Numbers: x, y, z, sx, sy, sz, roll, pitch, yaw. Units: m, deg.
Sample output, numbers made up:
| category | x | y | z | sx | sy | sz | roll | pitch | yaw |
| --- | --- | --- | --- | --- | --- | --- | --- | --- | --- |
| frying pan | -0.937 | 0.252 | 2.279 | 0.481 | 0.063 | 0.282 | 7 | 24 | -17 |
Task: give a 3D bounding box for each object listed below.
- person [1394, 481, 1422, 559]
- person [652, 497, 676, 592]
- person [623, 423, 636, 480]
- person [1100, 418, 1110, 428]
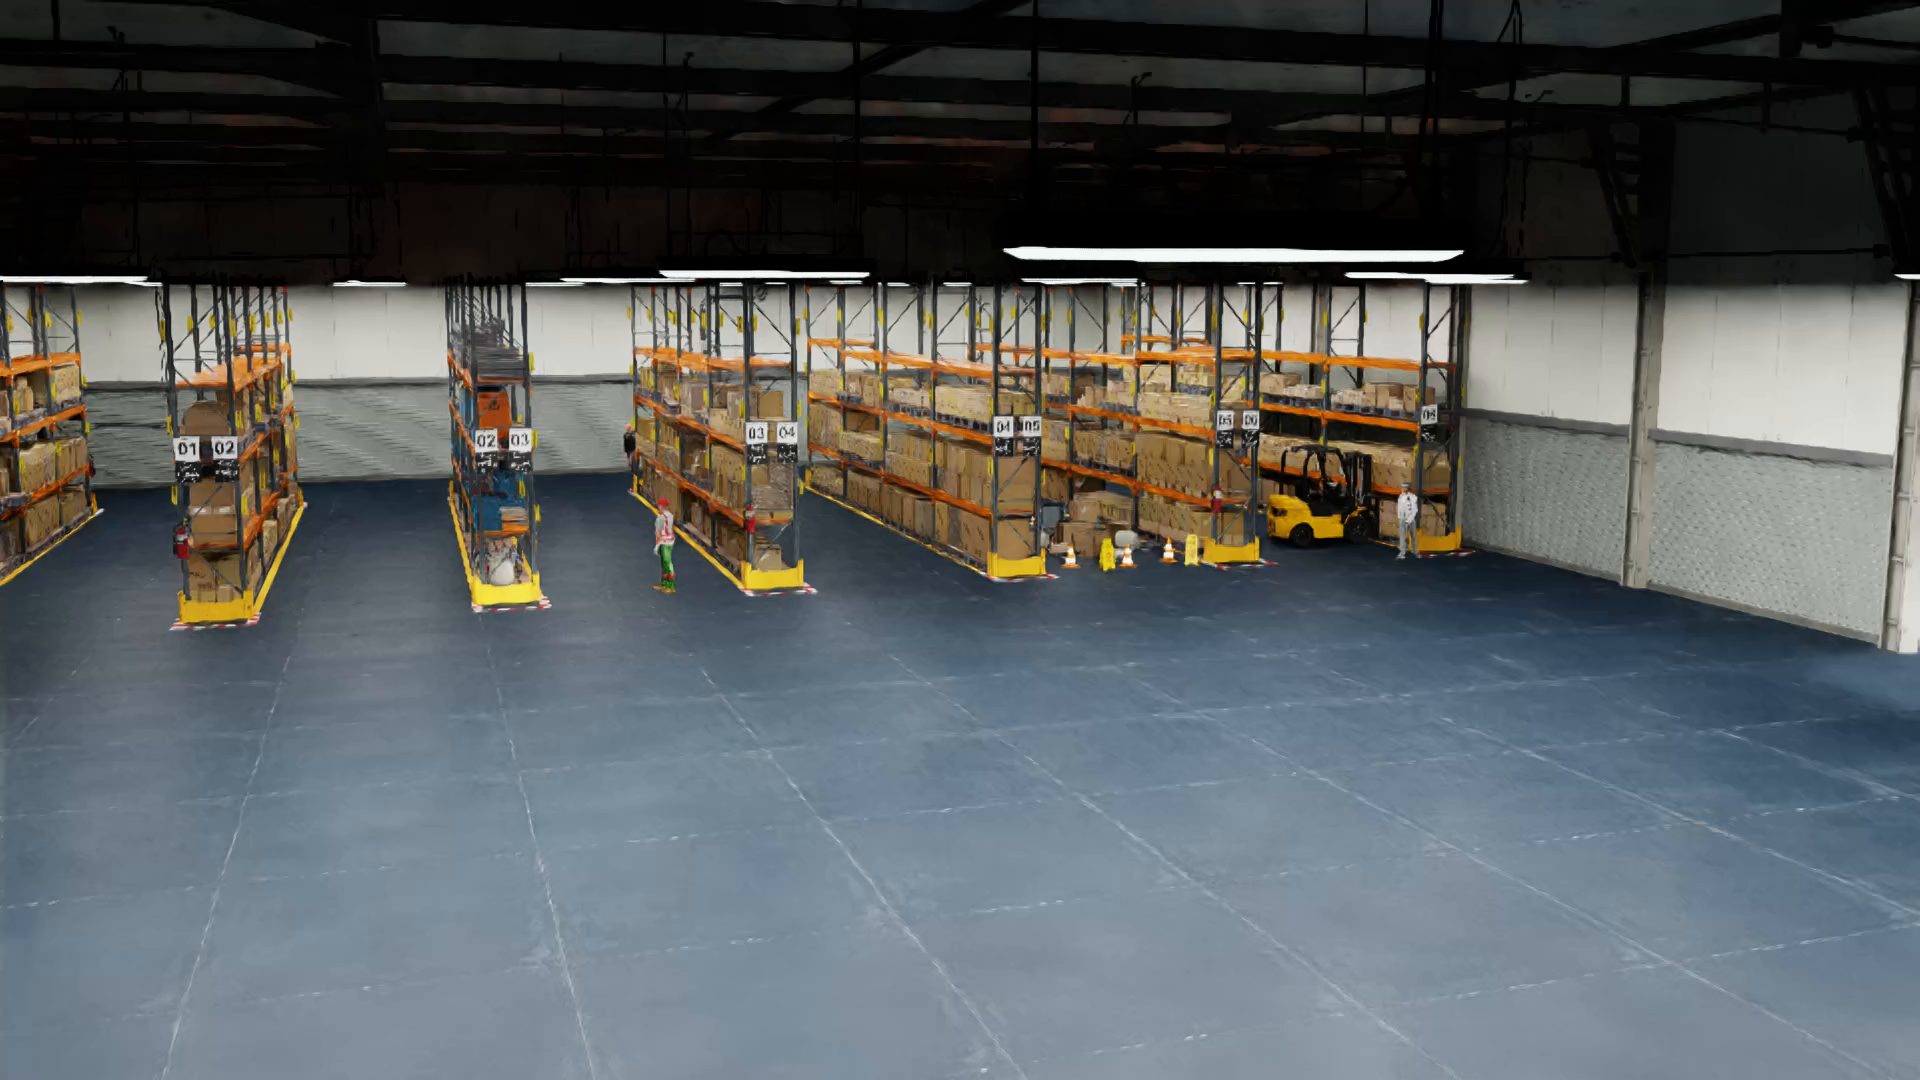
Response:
| category | x | y | z | sx | sy | sz | roll | pitch | yaw |
| --- | --- | --- | --- | --- | --- | --- | --- | --- | --- |
| person | 9.569 | -0.440 | 35.511 | 0.496 | 1.656 | 0.667 | 8 | 12 | 42 |
| person | -5.639 | 0.075 | 31.578 | 0.569 | 1.786 | 0.653 | 2 | 9 | 10 |
| person | -9.831 | -2.656 | 49.888 | 0.640 | 1.706 | 0.498 | 7 | 11 | 38 |
| person | 4.702 | -3.130 | 53.440 | 0.423 | 1.588 | 0.561 | -8 | 12 | -44 |
